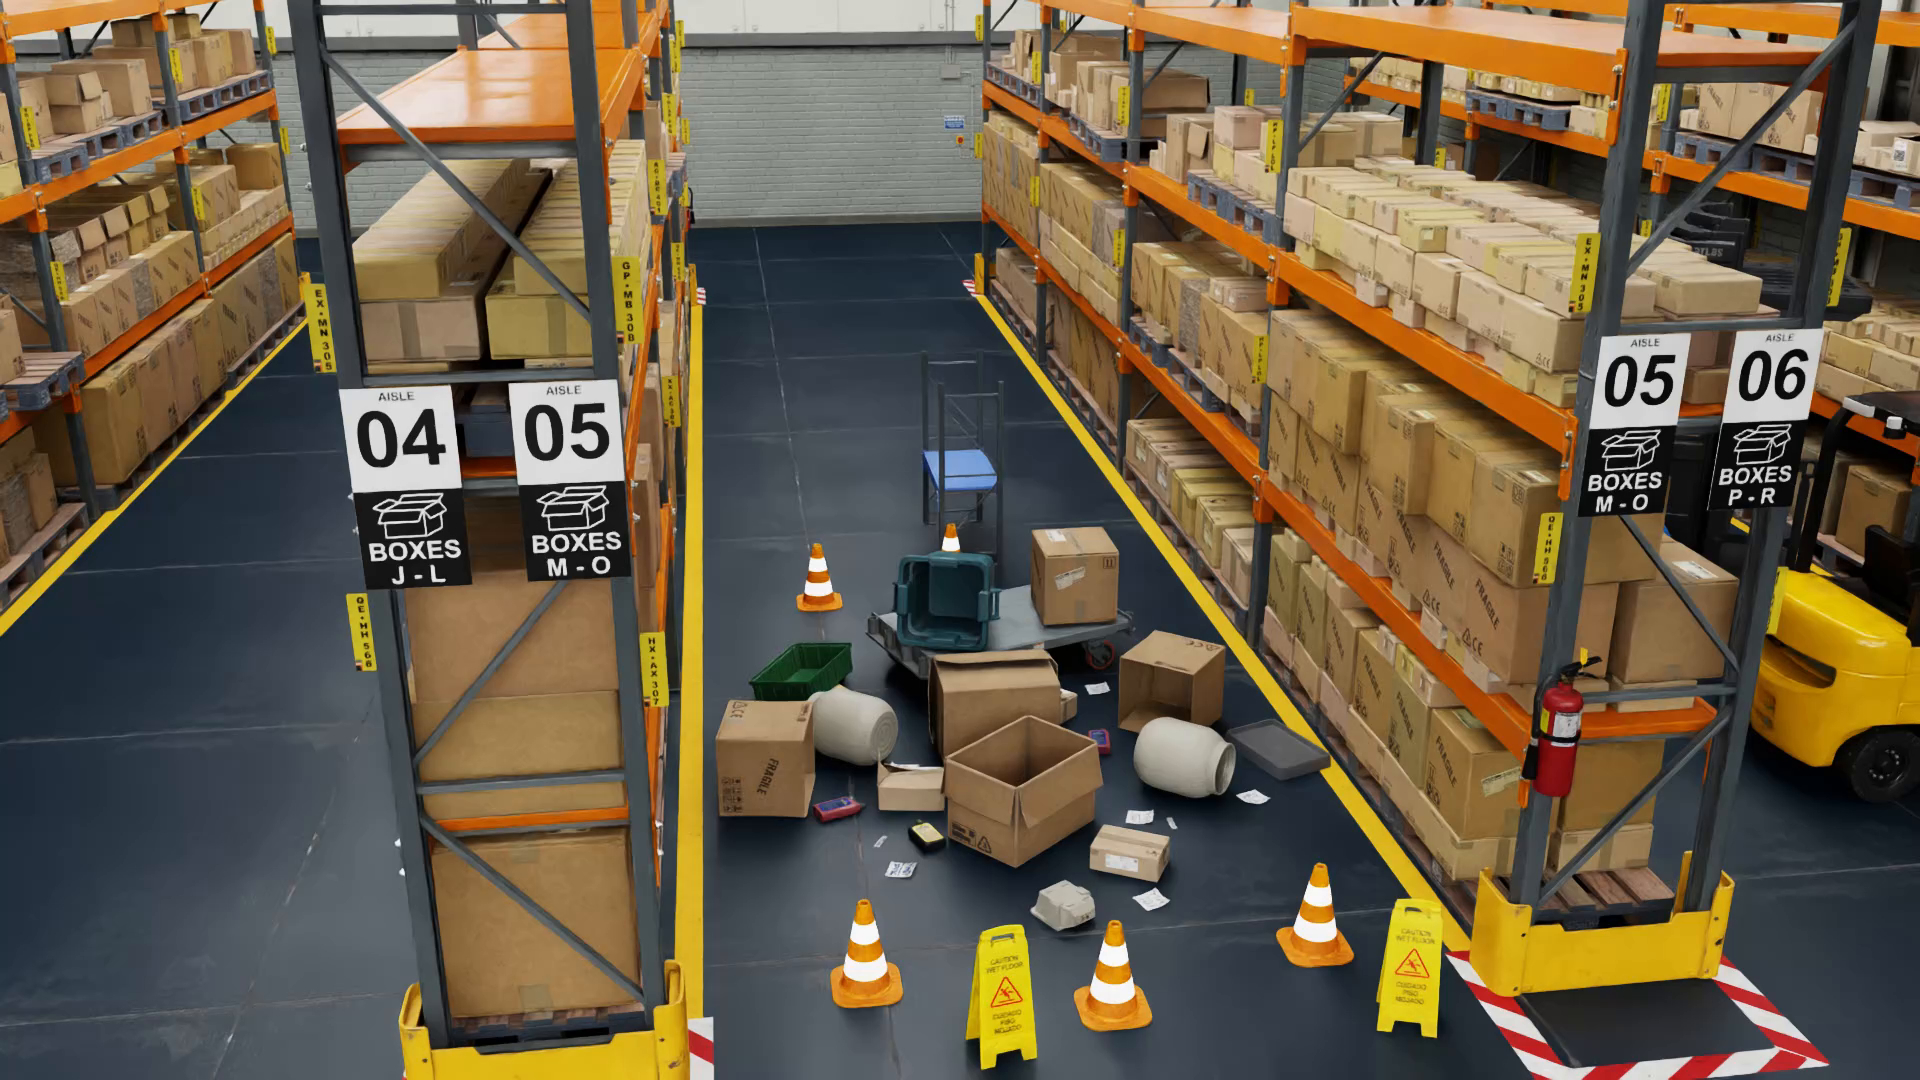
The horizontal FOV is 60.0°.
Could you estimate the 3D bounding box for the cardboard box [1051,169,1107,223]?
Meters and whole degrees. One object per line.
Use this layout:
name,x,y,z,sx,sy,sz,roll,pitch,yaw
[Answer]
cardboard box,1.256,-3.622,17.556,0.500,0.500,0.500,-3,21,-8

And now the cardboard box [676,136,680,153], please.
cardboard box,-3.463,-4.342,19.057,0.500,0.500,0.500,-3,21,-7

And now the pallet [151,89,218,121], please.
pallet,-8.538,-4.596,17.575,1.003,0.211,1.213,-3,21,-8

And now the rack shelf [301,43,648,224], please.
rack shelf,-2.066,-1.988,7.777,1.077,0.370,4.000,-3,21,-8

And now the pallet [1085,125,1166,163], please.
pallet,1.807,-3.601,15.053,1.213,0.211,1.003,-2,21,-5

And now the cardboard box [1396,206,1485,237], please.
cardboard box,2.558,-1.680,8.860,0.380,0.149,0.250,-3,21,-7

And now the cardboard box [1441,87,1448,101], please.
cardboard box,5.881,-5.276,19.627,0.380,0.149,0.250,-2,21,-6

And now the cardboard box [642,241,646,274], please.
cardboard box,-1.839,-1.464,8.677,0.380,0.149,0.250,-3,21,-7

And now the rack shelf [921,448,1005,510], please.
rack shelf,0.012,-0.505,13.438,0.538,0.185,1.000,-3,21,-8

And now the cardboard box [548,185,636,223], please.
cardboard box,-1.730,-1.574,7.833,0.380,0.149,0.250,-3,21,-7

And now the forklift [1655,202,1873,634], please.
forklift,5.643,-0.837,11.767,3.031,2.935,1.130,5,21,14

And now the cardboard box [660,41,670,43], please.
cardboard box,-3.592,-5.760,19.493,0.380,0.149,0.250,-2,21,-7

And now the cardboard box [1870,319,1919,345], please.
cardboard box,7.133,-1.564,12.547,0.380,0.149,0.250,-3,21,-8

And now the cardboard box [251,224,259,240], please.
cardboard box,-8.410,-3.580,19.374,0.380,0.149,0.250,-3,21,-7

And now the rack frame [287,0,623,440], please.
rack frame,-1.778,-1.820,5.727,1.000,3.000,0.127,-3,21,-8

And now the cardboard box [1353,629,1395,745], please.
cardboard box,2.588,0.826,9.475,0.500,0.500,0.500,-3,21,-9

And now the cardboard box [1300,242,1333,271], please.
cardboard box,2.312,-1.753,10.193,0.380,0.149,0.250,-3,21,-8

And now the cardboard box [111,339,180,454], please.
cardboard box,-8.054,-1.314,15.385,1.225,0.875,0.875,-3,21,-8

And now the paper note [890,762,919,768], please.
paper note,-0.348,1.378,9.994,0.172,0.023,0.155,4,21,11

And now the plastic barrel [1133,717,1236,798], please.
plastic barrel,1.310,1.274,9.700,0.512,0.421,0.421,12,24,30

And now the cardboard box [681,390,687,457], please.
cardboard box,-2.781,-1.063,15.247,0.500,0.500,0.500,-4,21,-10

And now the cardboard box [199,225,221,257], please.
cardboard box,-8.239,-3.194,17.770,0.500,0.250,0.500,-3,21,-9

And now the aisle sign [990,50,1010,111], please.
aisle sign,0.502,-6.062,21.944,0.394,0.787,0.004,-3,21,-8

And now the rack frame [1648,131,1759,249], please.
rack frame,6.864,-2.316,15.629,1.000,3.000,0.127,-3,21,-8

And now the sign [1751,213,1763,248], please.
sign,7.413,-2.887,15.504,0.100,0.325,0.005,-3,21,-8

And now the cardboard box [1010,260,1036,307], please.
cardboard box,1.134,-3.290,21.300,0.875,0.438,0.875,-2,21,-6

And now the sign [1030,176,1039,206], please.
sign,0.827,-3.863,18.421,0.100,0.325,0.005,-3,21,-8

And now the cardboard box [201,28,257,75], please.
cardboard box,-8.879,-5.852,19.925,0.700,0.500,0.500,-4,21,-11

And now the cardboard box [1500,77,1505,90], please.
cardboard box,6.073,-4.934,17.968,0.380,0.149,0.250,-3,21,-7

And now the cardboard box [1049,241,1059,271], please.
cardboard box,1.254,-3.034,17.766,0.500,0.250,0.500,-3,21,-9

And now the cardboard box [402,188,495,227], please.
cardboard box,-2.382,-1.542,7.746,0.380,0.149,0.250,-3,21,-7

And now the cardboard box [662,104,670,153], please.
cardboard box,-2.750,-3.442,14.216,0.500,0.500,0.500,-3,21,-8

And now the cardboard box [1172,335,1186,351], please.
cardboard box,1.948,-1.649,13.602,0.380,0.149,0.250,-2,21,-5

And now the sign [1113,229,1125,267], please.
sign,1.404,-2.577,14.674,0.100,0.325,0.005,-3,21,-8

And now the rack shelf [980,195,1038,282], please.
rack shelf,1.088,-3.804,20.643,1.077,0.370,4.000,-3,21,-8

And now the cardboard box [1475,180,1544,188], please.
cardboard box,6.136,-3.765,18.767,0.700,0.500,0.500,-2,21,-6

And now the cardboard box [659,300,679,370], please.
cardboard box,-2.600,-1.684,13.794,0.500,0.500,0.500,-3,21,-8

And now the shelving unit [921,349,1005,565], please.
shelving unit,0.012,-0.673,13.375,0.538,1.500,1.048,-3,21,-8

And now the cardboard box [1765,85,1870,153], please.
cardboard box,6.874,-3.396,13.347,0.500,0.500,0.500,-2,21,-6

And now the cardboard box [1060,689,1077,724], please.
cardboard box,0.523,0.992,10.680,0.396,0.266,0.258,17,27,39

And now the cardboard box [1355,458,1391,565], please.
cardboard box,2.564,-0.178,9.337,0.500,0.500,0.500,-3,21,-7

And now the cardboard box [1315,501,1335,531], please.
cardboard box,2.415,-0.173,10.252,0.380,0.149,0.250,-2,21,-6

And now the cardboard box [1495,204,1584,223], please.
cardboard box,3.109,-1.709,8.938,0.380,0.149,0.250,-3,21,-7

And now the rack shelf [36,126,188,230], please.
rack shelf,-8.142,-3.325,15.072,1.077,0.370,4.000,-3,21,-8

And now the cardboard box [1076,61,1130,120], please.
cardboard box,1.412,-4.308,15.934,0.500,0.500,0.500,-3,21,-7

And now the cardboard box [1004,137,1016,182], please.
cardboard box,0.823,-4.639,20.279,0.500,0.500,0.500,-3,21,-8

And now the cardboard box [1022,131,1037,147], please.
cardboard box,0.934,-4.714,19.550,0.380,0.149,0.250,-3,21,-8

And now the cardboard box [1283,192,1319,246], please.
cardboard box,2.322,-1.987,10.251,0.500,0.250,0.500,-3,21,-9

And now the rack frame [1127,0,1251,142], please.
rack frame,1.953,-4.874,13.905,1.000,3.000,0.127,-3,21,-8

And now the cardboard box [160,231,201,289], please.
cardboard box,-8.093,-2.848,16.911,0.500,0.500,0.500,-3,21,-8

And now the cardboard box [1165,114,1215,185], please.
cardboard box,2.079,-3.187,13.533,0.700,0.500,0.500,-3,21,-8

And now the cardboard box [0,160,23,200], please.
cardboard box,-7.542,-2.747,12.710,0.500,0.250,0.500,-3,21,-8

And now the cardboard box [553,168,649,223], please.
cardboard box,-2.029,-1.955,9.421,0.500,0.250,0.500,-3,21,-8

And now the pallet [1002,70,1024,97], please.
pallet,1.096,-5.518,20.042,1.003,0.211,1.213,-3,21,-8

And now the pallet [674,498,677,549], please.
pallet,-2.892,-0.196,13.940,1.003,0.211,1.213,-3,21,-8

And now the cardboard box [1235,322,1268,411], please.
cardboard box,2.236,-1.210,11.501,0.500,0.500,0.500,-3,21,-9

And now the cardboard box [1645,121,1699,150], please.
cardboard box,6.550,-3.816,15.573,0.500,0.250,0.500,-4,21,-10
